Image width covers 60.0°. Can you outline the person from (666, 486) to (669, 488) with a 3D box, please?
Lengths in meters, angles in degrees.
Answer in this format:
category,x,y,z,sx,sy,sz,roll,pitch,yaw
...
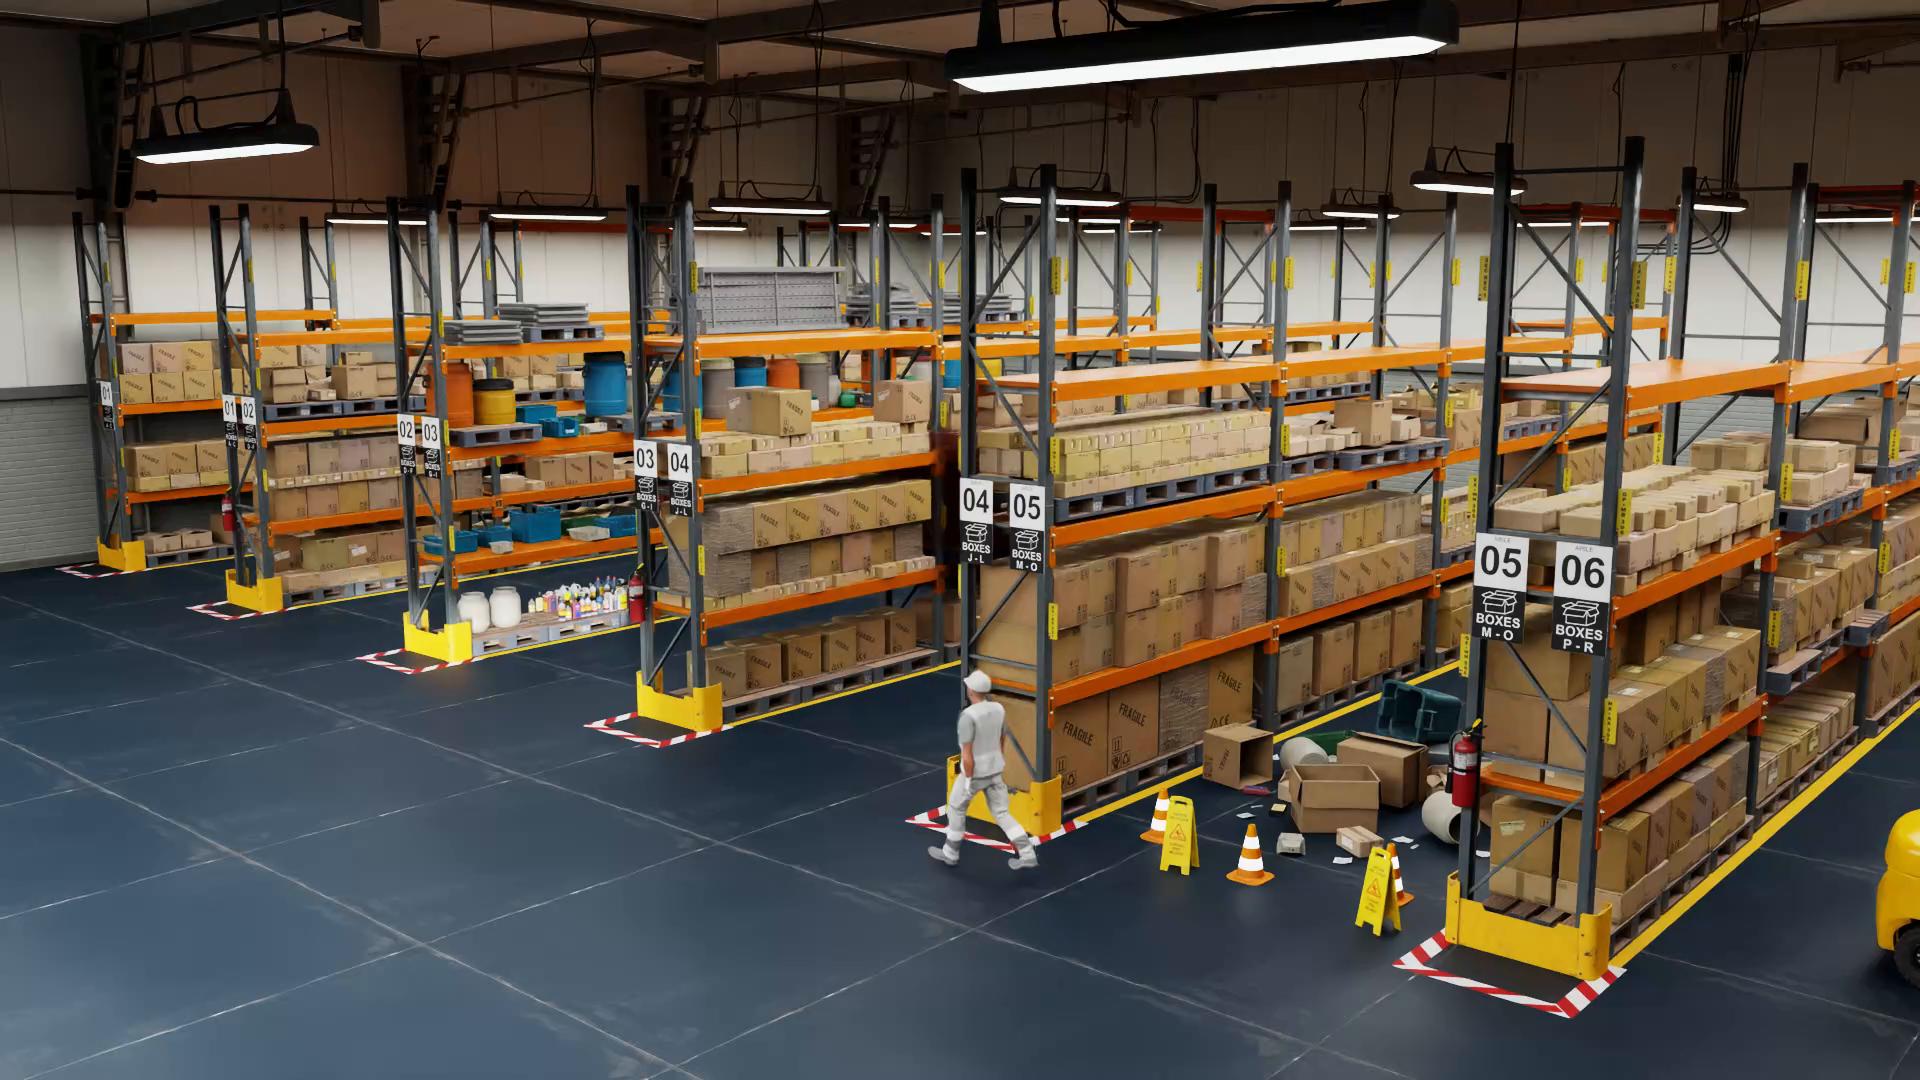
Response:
category,x,y,z,sx,sy,sz,roll,pitch,yaw
person,-5.691,-1.311,33.782,0.618,1.741,0.965,7,12,37

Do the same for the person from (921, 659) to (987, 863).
category,x,y,z,sx,sy,sz,roll,pitch,yaw
person,-0.064,1.907,14.327,0.502,1.783,0.524,8,13,41
